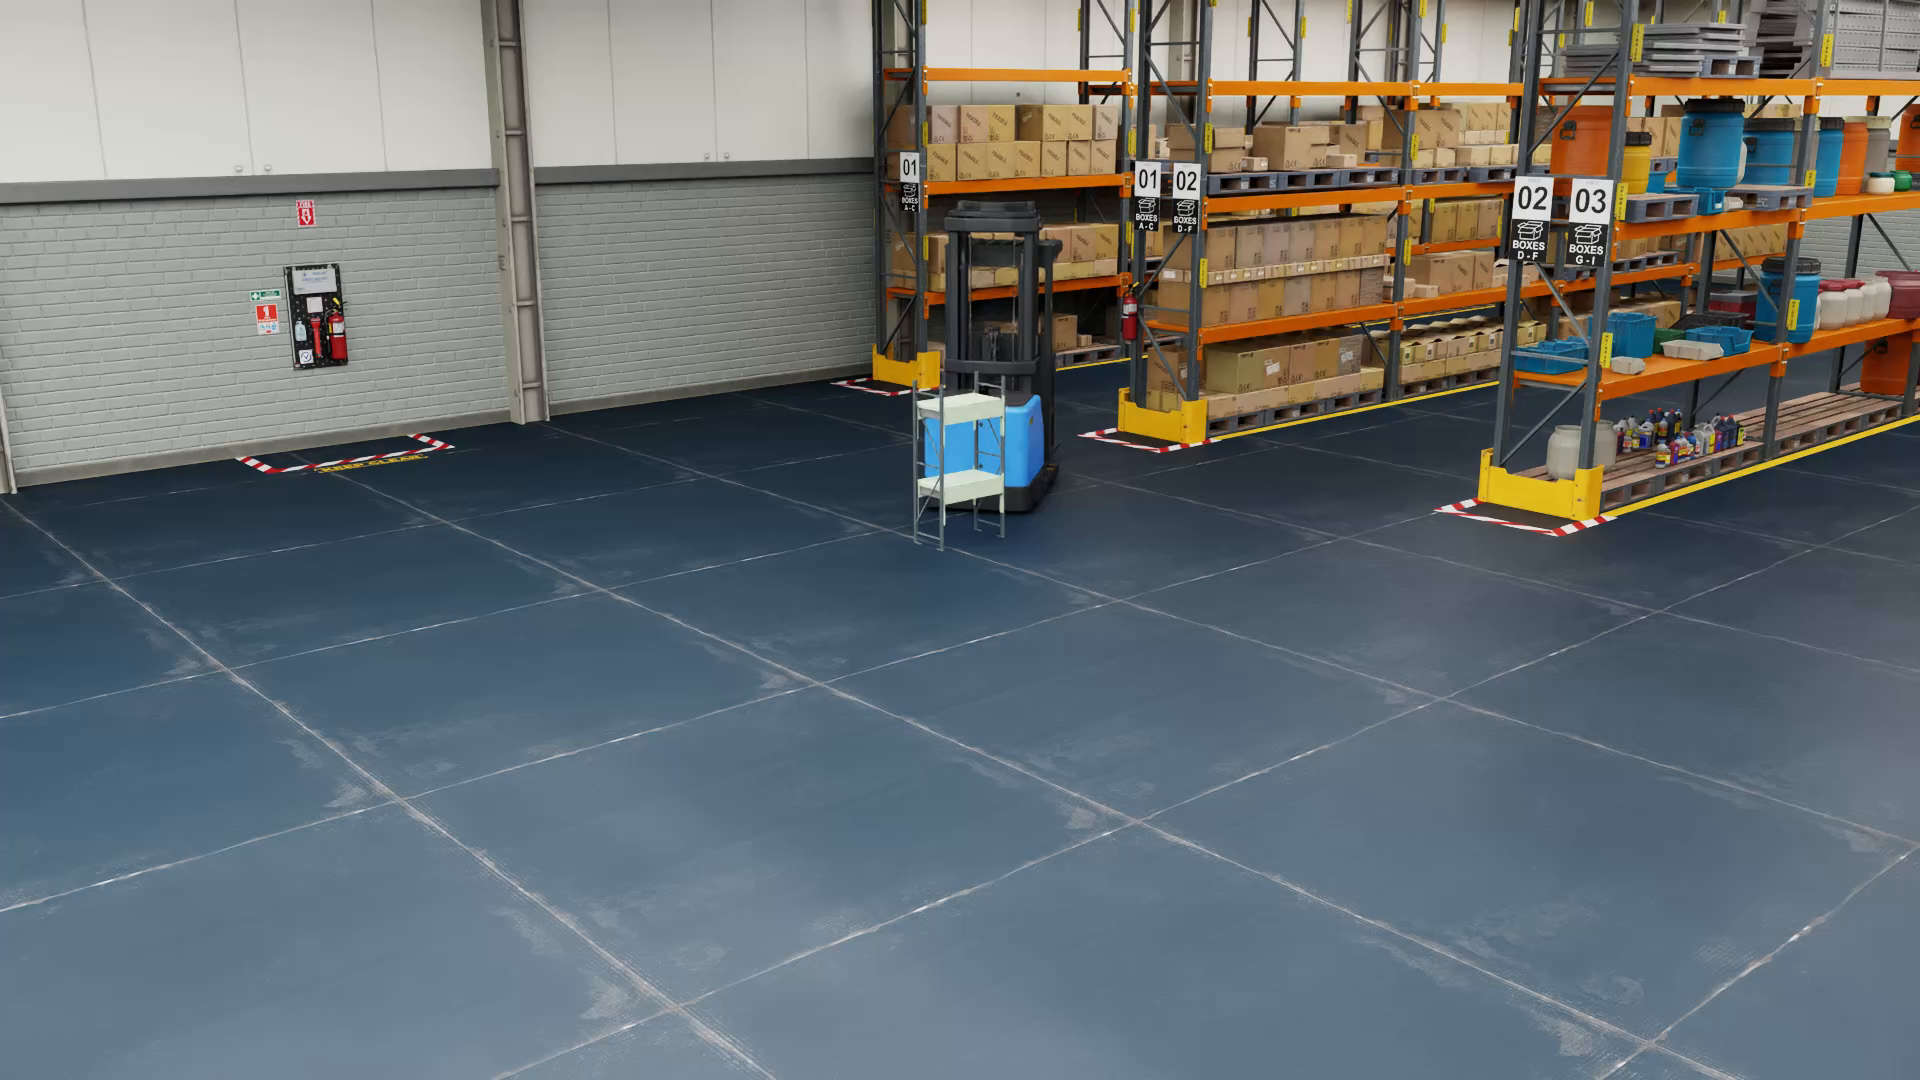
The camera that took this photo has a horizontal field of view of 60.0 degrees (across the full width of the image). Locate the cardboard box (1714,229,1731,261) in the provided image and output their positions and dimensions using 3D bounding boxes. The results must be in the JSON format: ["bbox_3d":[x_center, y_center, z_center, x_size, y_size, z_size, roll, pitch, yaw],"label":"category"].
[{"bbox_3d":[12.429,-4.913,27.636,0.500,0.500,0.500,-12,19,-38],"label":"cardboard box"}]

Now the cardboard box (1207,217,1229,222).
[{"bbox_3d":[3.936,-4.994,27.087,0.500,0.500,0.700,-13,19,-39],"label":"cardboard box"}]

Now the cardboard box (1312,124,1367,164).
[{"bbox_3d":[4.894,-5.122,21.524,0.500,0.500,0.500,-11,18,-35],"label":"cardboard box"}]

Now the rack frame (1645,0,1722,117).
[{"bbox_3d":[11.482,-7.642,26.423,0.127,3.000,1.000,-13,19,-39],"label":"rack frame"}]

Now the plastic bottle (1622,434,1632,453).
[{"bbox_3d":[7.184,-1.043,17.911,0.097,0.201,0.097,0,15,0],"label":"plastic bottle"}]

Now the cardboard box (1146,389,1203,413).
[{"bbox_3d":[2.640,-1.734,20.442,0.500,0.250,0.500,-13,19,-39],"label":"cardboard box"}]

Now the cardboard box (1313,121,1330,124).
[{"bbox_3d":[5.903,-6.933,28.535,0.500,0.500,0.700,-14,20,-42],"label":"cardboard box"}]

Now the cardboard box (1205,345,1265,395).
[{"bbox_3d":[3.356,-2.080,20.287,0.500,0.500,0.500,-13,19,-39],"label":"cardboard box"}]

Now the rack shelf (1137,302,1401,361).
[{"bbox_3d":[3.938,-2.702,20.948,4.000,0.370,1.077,-13,19,-39],"label":"rack shelf"}]

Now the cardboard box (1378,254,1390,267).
[{"bbox_3d":[5.382,-3.662,21.698,0.250,0.149,0.380,-13,20,-39],"label":"cardboard box"}]

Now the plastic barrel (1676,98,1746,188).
[{"bbox_3d":[7.874,-4.170,17.451,0.708,0.901,0.600,-13,19,-39],"label":"plastic barrel"}]

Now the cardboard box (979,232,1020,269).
[{"bbox_3d":[0.505,-4.165,23.827,0.500,0.500,0.500,-13,20,-41],"label":"cardboard box"}]

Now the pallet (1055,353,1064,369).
[{"bbox_3d":[0.788,-2.677,24.862,1.213,0.211,1.003,-13,19,-39],"label":"pallet"}]

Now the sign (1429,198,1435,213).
[{"bbox_3d":[8.591,-6.125,30.276,0.005,0.325,0.100,-13,19,-39],"label":"sign"}]

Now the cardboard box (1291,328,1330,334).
[{"bbox_3d":[4.519,-2.521,21.938,0.500,0.500,0.500,-13,19,-39],"label":"cardboard box"}]

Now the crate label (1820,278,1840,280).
[{"bbox_3d":[10.786,-3.003,20.610,0.616,0.435,0.502,-13,19,-39],"label":"crate label"}]

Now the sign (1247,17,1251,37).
[{"bbox_3d":[4.843,-8.563,27.755,0.005,0.325,0.100,-13,19,-39],"label":"sign"}]

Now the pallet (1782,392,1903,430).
[{"bbox_3d":[11.103,-1.630,20.944,1.213,0.211,1.003,-13,19,-39],"label":"pallet"}]

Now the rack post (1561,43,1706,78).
[{"bbox_3d":[6.332,-4.506,15.651,0.954,0.300,0.937,-10,18,-33],"label":"rack post"}]

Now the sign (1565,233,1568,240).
[{"bbox_3d":[8.831,-4.518,24.108,0.005,0.325,0.100,-13,19,-39],"label":"sign"}]

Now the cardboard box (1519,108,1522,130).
[{"bbox_3d":[10.487,-8.116,31.837,0.500,0.500,0.500,-12,19,-38],"label":"cardboard box"}]

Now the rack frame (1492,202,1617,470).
[{"bbox_3d":[5.678,-1.746,15.974,0.127,3.000,1.000,-13,19,-39],"label":"rack frame"}]

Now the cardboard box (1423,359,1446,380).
[{"bbox_3d":[6.300,-2.369,22.822,0.500,0.250,0.500,-12,19,-38],"label":"cardboard box"}]

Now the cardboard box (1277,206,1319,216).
[{"bbox_3d":[5.743,-5.625,28.236,0.500,0.250,0.500,-12,19,-38],"label":"cardboard box"}]

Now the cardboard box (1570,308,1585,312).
[{"bbox_3d":[9.406,-3.363,26.018,0.500,0.500,0.500,-14,20,-41],"label":"cardboard box"}]

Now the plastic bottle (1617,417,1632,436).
[{"bbox_3d":[7.211,-1.165,18.079,0.185,0.351,0.144,-12,19,-37],"label":"plastic bottle"}]

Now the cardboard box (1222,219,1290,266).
[{"bbox_3d":[3.603,-3.647,20.384,0.500,0.500,0.700,-13,19,-39],"label":"cardboard box"}]

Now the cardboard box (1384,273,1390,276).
[{"bbox_3d":[5.989,-3.508,22.832,0.258,0.266,0.396,-13,20,-41],"label":"cardboard box"}]

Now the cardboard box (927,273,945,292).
[{"bbox_3d":[-0.249,-3.633,23.289,0.500,0.250,0.500,-13,20,-41],"label":"cardboard box"}]

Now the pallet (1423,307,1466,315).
[{"bbox_3d":[8.852,-4.474,31.590,1.213,0.211,1.003,-13,19,-39],"label":"pallet"}]

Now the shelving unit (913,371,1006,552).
[{"bbox_3d":[-0.005,-0.723,15.052,0.755,1.500,0.431,-13,19,-39],"label":"shelving unit"}]

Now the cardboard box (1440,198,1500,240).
[{"bbox_3d":[9.744,-6.189,32.026,0.700,0.700,0.980,-14,20,-42],"label":"cardboard box"}]

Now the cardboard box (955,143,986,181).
[{"bbox_3d":[0.020,-5.274,23.136,0.500,0.500,0.500,-11,19,-36],"label":"cardboard box"}]

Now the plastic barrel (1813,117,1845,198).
[{"bbox_3d":[9.923,-4.465,19.369,0.708,0.901,0.600,-13,19,-39],"label":"plastic barrel"}]

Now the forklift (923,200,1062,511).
[{"bbox_3d":[0.442,-2.026,17.156,1.130,2.935,3.031,3,15,11],"label":"forklift"}]

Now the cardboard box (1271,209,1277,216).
[{"bbox_3d":[5.382,-5.721,28.594,0.500,0.250,0.500,-12,19,-38],"label":"cardboard box"}]

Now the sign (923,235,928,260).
[{"bbox_3d":[-0.469,-3.987,22.687,0.005,0.325,0.100,-13,19,-39],"label":"sign"}]

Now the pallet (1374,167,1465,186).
[{"bbox_3d":[6.104,-4.897,22.330,1.217,0.209,0.805,-14,20,-42],"label":"pallet"}]

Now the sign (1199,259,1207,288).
[{"bbox_3d":[2.789,-3.058,19.056,0.005,0.325,0.100,-13,19,-39],"label":"sign"}]

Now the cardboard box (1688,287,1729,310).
[{"bbox_3d":[12.896,-4.069,28.657,0.637,0.503,0.797,-13,19,-39],"label":"cardboard box"}]

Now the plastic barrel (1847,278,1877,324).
[{"bbox_3d":[10.759,-2.868,19.958,0.421,0.512,0.421,0,15,0],"label":"plastic barrel"}]

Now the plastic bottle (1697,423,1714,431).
[{"bbox_3d":[8.138,-1.147,18.157,0.135,0.276,0.152,-13,19,-39],"label":"plastic bottle"}]

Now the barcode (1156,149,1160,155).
[{"bbox_3d":[2.340,-4.586,19.667,0.075,0.075,0.001,-13,19,-39],"label":"barcode"}]

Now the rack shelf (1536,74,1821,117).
[{"bbox_3d":[7.187,-4.442,16.612,4.000,0.370,1.077,-13,19,-39],"label":"rack shelf"}]

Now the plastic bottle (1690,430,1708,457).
[{"bbox_3d":[7.885,-1.041,17.760,0.135,0.276,0.152,-12,19,-38],"label":"plastic bottle"}]

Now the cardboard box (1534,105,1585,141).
[{"bbox_3d":[8.797,-6.119,24.403,0.500,0.500,0.500,-13,19,-39],"label":"cardboard box"}]

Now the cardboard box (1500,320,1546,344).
[{"bbox_3d":[8.231,-3.075,24.377,0.500,0.311,0.500,-12,19,-38],"label":"cardboard box"}]

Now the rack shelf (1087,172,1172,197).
[{"bbox_3d":[3.701,-5.793,26.705,4.000,0.370,1.077,-13,19,-39],"label":"rack shelf"}]

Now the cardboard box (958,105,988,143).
[{"bbox_3d":[0.036,-5.758,23.011,0.500,0.500,0.500,-13,20,-40],"label":"cardboard box"}]

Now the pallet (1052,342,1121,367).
[{"bbox_3d":[1.709,-2.884,25.639,1.213,0.211,1.003,-13,19,-39],"label":"pallet"}]

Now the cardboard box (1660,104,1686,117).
[{"bbox_3d":[11.823,-6.814,27.004,0.500,0.500,0.700,-13,19,-39],"label":"cardboard box"}]

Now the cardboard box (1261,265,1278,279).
[{"bbox_3d":[3.644,-3.272,20.238,0.250,0.149,0.380,-14,20,-41],"label":"cardboard box"}]

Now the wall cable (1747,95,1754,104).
[{"bbox_3d":[15.746,-8.672,36.295,0.112,2.526,3.097,-13,19,-39],"label":"wall cable"}]

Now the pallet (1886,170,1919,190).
[{"bbox_3d":[12.354,-4.570,21.099,1.213,0.211,1.003,-13,19,-39],"label":"pallet"}]

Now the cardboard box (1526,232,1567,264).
[{"bbox_3d":[8.865,-4.446,25.074,0.700,0.500,0.500,8,17,28],"label":"cardboard box"}]

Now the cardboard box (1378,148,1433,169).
[{"bbox_3d":[5.918,-5.071,22.085,0.500,0.250,0.500,-10,18,-34],"label":"cardboard box"}]

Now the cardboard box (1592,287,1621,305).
[{"bbox_3d":[10.202,-3.907,26.602,0.500,0.250,0.500,-13,19,-39],"label":"cardboard box"}]

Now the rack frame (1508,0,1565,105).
[{"bbox_3d":[11.245,-9.283,32.567,0.127,3.000,1.000,-13,19,-39],"label":"rack frame"}]
